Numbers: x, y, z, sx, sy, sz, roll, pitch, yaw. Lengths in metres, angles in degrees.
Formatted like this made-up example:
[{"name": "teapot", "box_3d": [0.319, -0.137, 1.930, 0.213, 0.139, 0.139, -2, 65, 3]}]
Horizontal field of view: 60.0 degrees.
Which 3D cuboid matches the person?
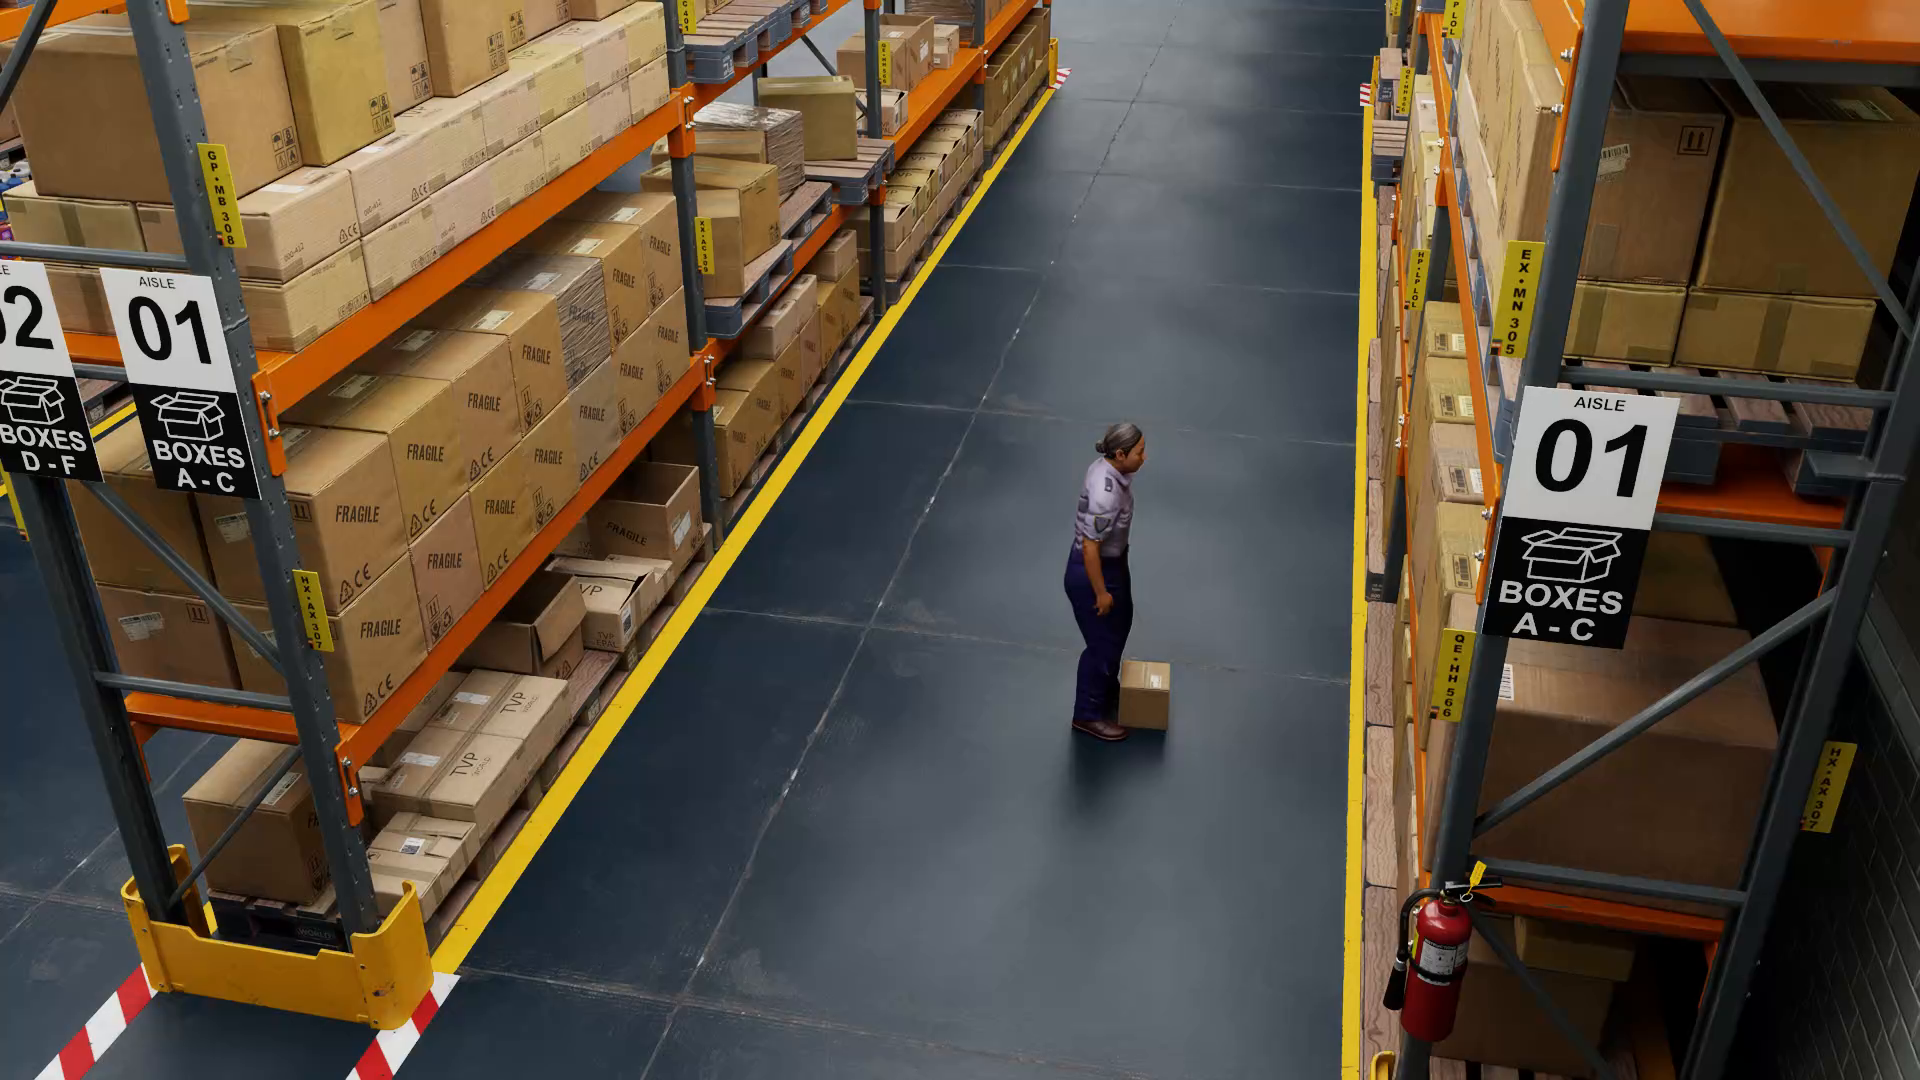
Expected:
[{"name": "person", "box_3d": [0.740, 0.174, 8.306, 0.420, 1.651, 0.537, 6, 29, 10]}]
